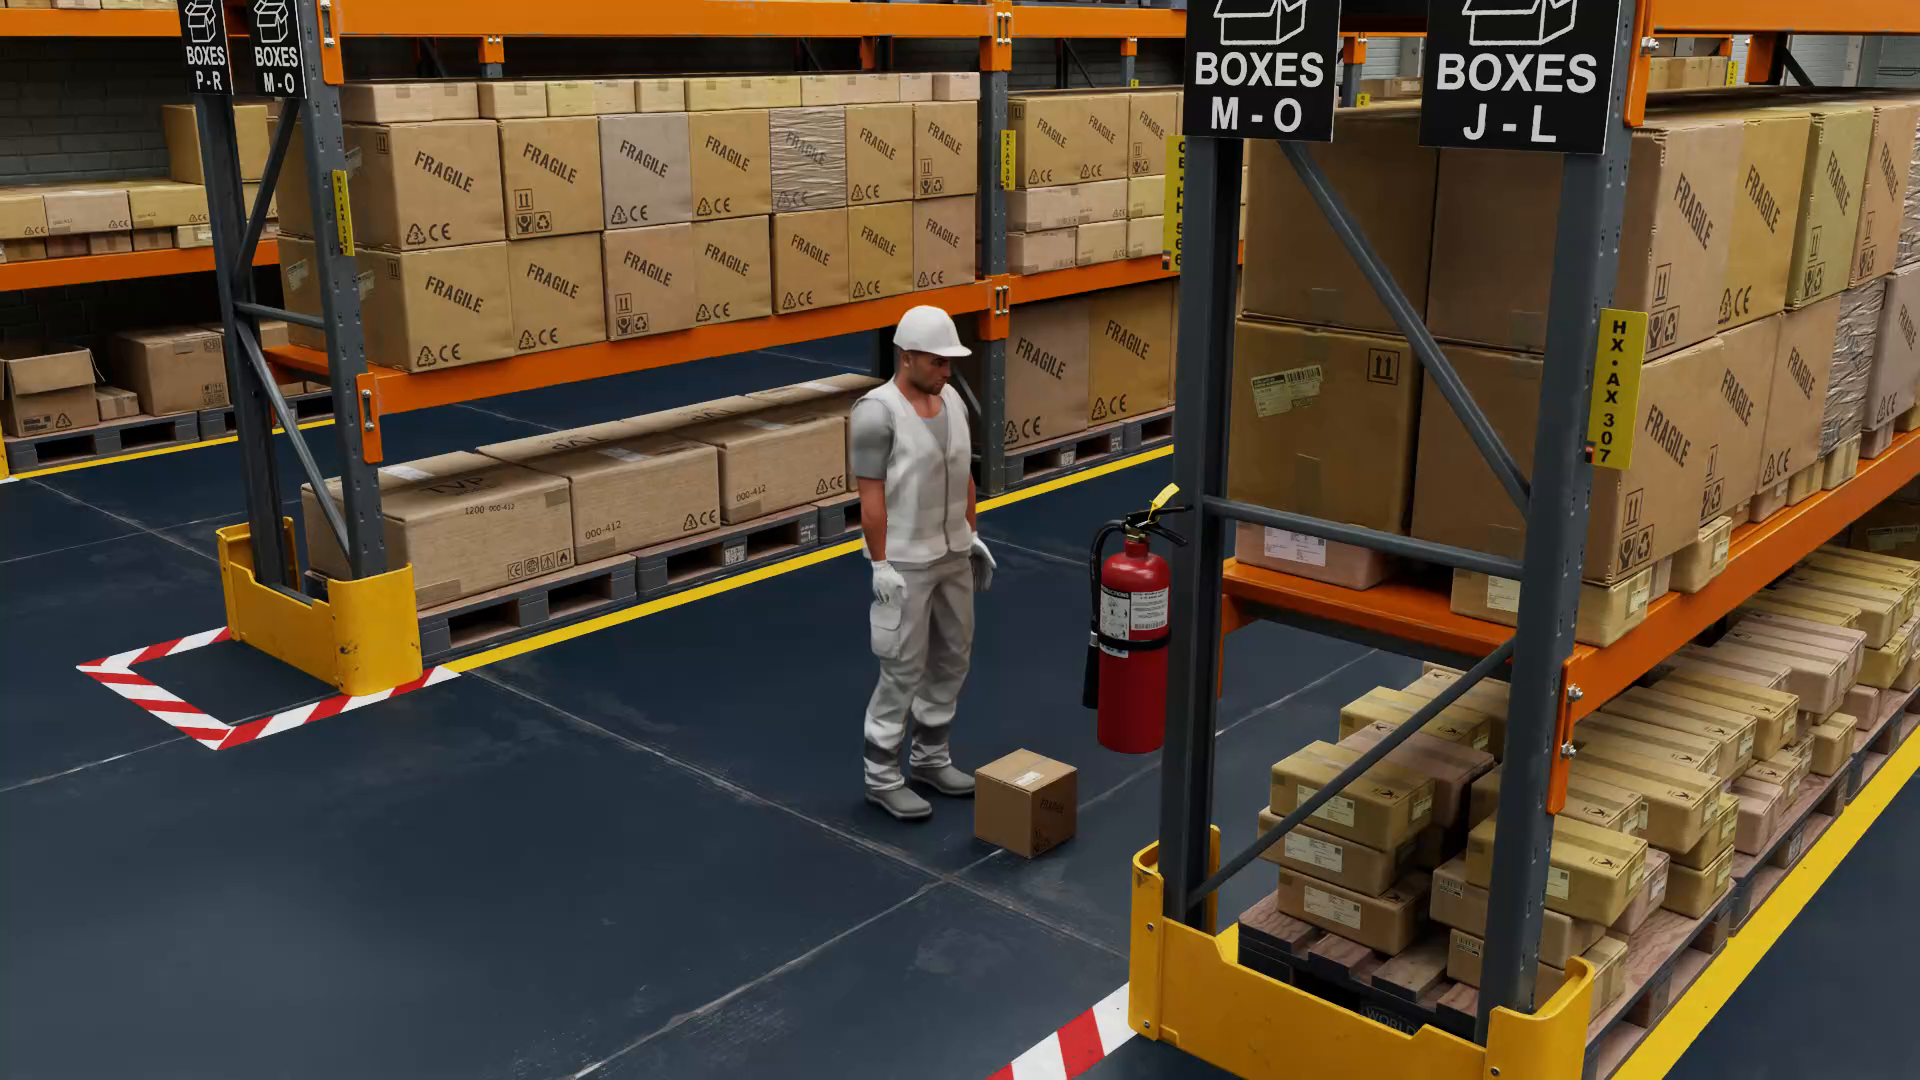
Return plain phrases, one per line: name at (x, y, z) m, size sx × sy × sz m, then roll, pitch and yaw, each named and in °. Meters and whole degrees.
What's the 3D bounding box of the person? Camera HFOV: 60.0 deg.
person at (-0.126, 0.071, 5.782) m, size 0.358 × 1.776 × 0.528 m, roll 15°, pitch 22°, yaw 41°
